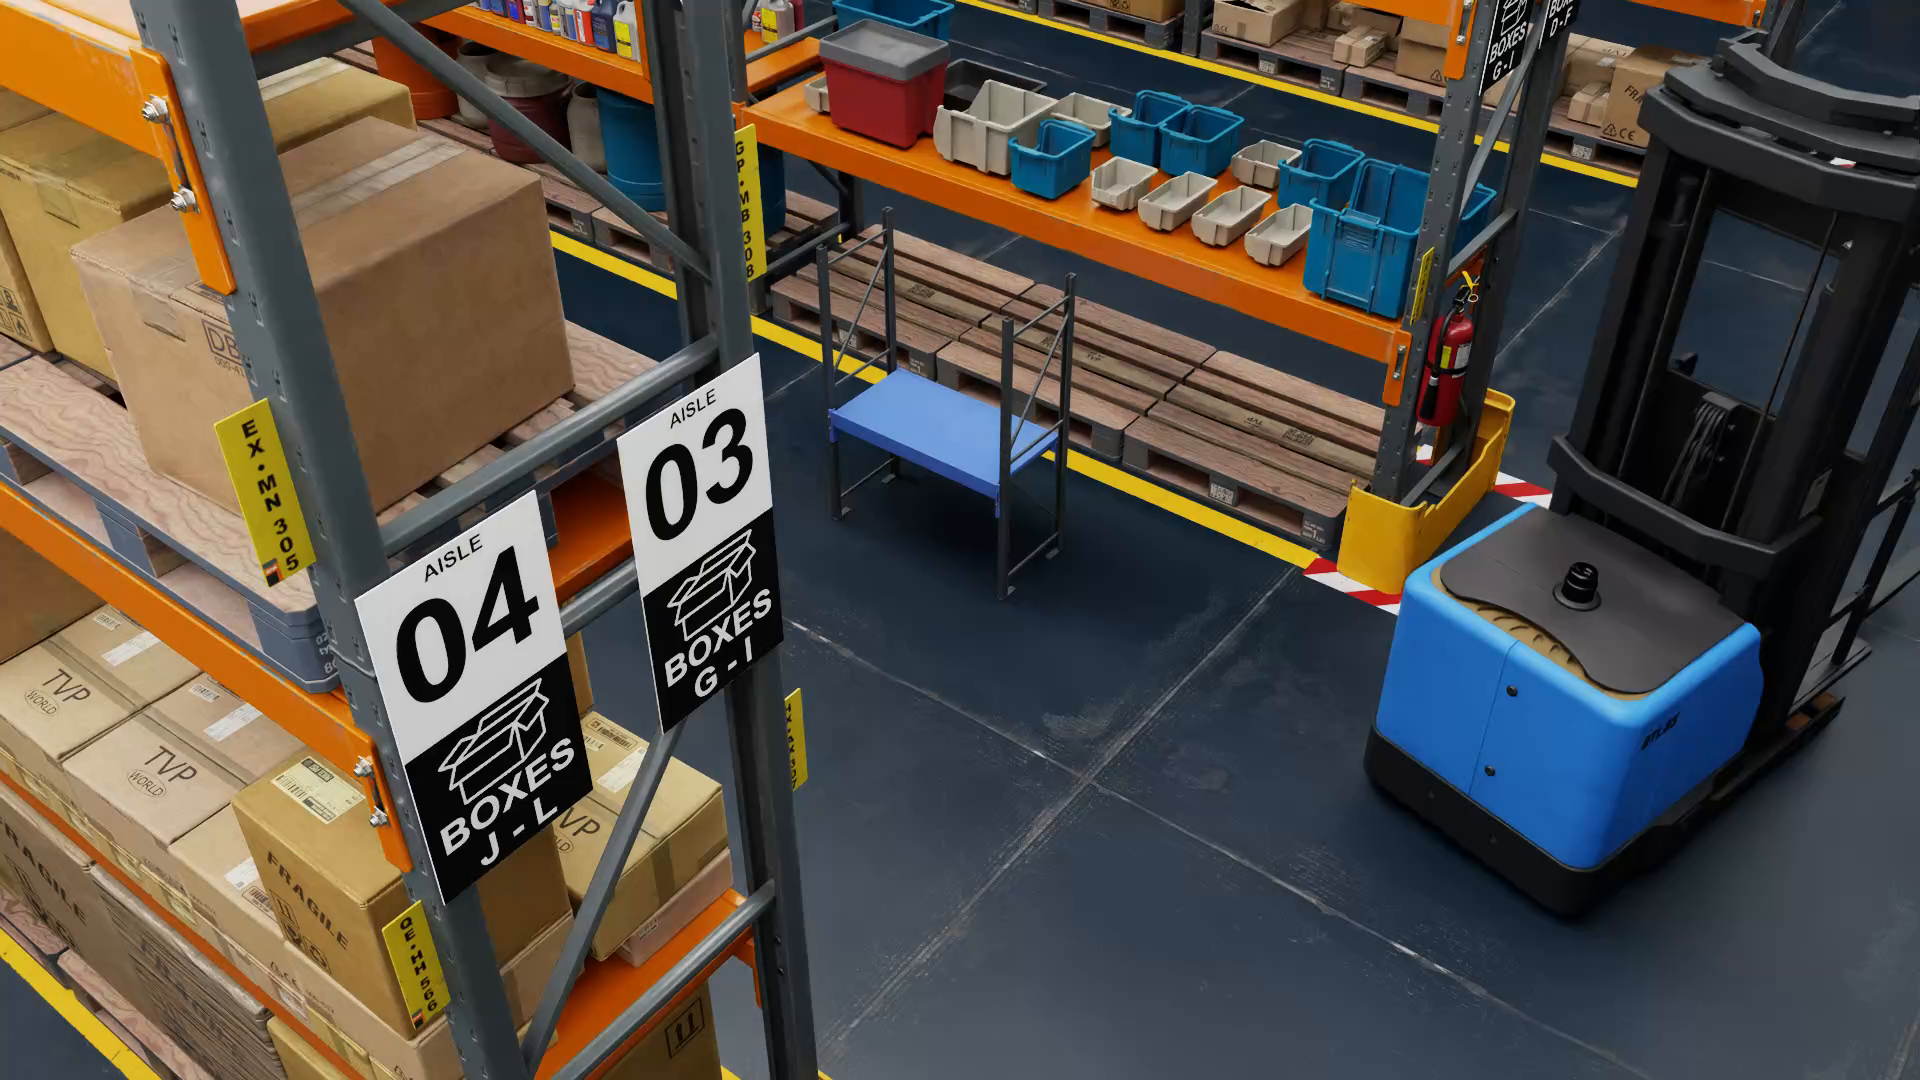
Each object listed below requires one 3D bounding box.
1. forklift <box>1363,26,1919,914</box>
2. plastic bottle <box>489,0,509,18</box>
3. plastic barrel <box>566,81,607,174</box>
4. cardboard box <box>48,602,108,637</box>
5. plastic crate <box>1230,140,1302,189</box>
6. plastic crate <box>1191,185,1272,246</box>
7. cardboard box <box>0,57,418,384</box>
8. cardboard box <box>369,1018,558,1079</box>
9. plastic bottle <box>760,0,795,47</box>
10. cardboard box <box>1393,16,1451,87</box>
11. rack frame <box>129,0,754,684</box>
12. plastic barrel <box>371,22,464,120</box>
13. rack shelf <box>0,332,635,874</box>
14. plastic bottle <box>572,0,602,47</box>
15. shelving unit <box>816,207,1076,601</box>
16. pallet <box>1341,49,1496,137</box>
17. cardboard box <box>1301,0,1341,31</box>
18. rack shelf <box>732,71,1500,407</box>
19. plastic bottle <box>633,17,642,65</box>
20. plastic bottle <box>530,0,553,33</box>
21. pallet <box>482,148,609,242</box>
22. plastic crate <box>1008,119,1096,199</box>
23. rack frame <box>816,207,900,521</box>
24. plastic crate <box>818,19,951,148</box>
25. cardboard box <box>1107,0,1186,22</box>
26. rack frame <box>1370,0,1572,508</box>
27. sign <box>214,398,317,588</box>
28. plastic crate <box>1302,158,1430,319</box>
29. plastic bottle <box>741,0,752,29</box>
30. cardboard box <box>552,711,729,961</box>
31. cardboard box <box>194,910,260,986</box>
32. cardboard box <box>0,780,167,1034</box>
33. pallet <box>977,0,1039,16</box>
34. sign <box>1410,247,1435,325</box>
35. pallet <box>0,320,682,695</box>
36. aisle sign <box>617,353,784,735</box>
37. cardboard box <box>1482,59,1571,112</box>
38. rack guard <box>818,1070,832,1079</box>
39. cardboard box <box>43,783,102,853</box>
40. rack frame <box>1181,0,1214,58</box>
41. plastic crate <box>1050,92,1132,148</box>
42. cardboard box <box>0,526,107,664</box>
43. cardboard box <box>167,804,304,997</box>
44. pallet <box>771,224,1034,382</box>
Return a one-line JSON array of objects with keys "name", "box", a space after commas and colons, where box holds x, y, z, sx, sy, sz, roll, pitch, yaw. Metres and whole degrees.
[{"name": "forklift", "box": [3.121, -0.505, 6.379, 3.031, 2.935, 1.130, -26, 45, -29]}, {"name": "plastic bottle", "box": [-2.746, -3.335, 9.978, 0.185, 0.351, 0.144, 25, 45, 29]}, {"name": "plastic barrel", "box": [-2.321, -2.677, 10.774, 0.421, 0.512, 0.421, 0, 38, 0]}, {"name": "cardboard box", "box": [-2.930, 0.293, 5.184, 0.500, 0.250, 0.500, 26, 45, 30]}, {"name": "plastic crate", "box": [1.496, -1.848, 8.204, 0.298, 0.136, 0.250, 25, 45, 29]}, {"name": "plastic crate", "box": [1.256, -1.512, 7.774, 0.243, 0.136, 0.396, 25, 45, 29]}, {"name": "cardboard box", "box": [-1.593, -0.698, 3.633, 0.500, 0.500, 0.700, 24, 44, 27]}, {"name": "cardboard box", "box": [-1.257, 1.292, 4.231, 0.250, 0.149, 0.380, 26, 45, 29]}, {"name": "plastic bottle", "box": [-1.057, -3.045, 9.606, 0.185, 0.351, 0.144, 25, 45, 29]}, {"name": "cardboard box", "box": [3.565, -3.672, 12.035, 0.637, 0.503, 0.797, 25, 45, 29]}, {"name": "rack frame", "box": [-0.774, -1.197, 2.340, 0.127, 3.000, 1.000, 25, 45, 29]}, {"name": "plastic barrel", "box": [-3.721, -3.392, 11.430, 0.708, 0.830, 0.600, 25, 45, 29]}, {"name": "rack shelf", "box": [-2.363, -0.482, 4.443, 4.000, 0.370, 1.077, 25, 45, 29]}, {"name": "plastic bottle", "box": [-2.142, -3.024, 9.641, 0.135, 0.276, 0.152, 25, 45, 29]}, {"name": "shelving unit", "box": [-0.068, -0.622, 7.689, 1.048, 1.500, 0.538, 25, 45, 29]}, {"name": "pallet", "box": [3.588, -3.370, 12.244, 1.213, 0.211, 1.003, 25, 45, 29]}, {"name": "cardboard box", "box": [2.695, -4.297, 12.837, 0.500, 0.500, 0.500, 25, 45, 29]}, {"name": "rack shelf", "box": [0.646, -1.726, 8.466, 4.000, 0.370, 1.077, 25, 45, 29]}, {"name": "plastic bottle", "box": [-1.742, -2.836, 9.400, 0.135, 0.276, 0.152, 25, 45, 29]}, {"name": "plastic bottle", "box": [-2.434, -3.162, 9.816, 0.135, 0.276, 0.152, 25, 45, 29]}, {"name": "pallet", "box": [-2.503, -2.426, 11.039, 1.213, 0.211, 1.003, 25, 45, 29]}, {"name": "plastic crate", "box": [0.448, -1.862, 8.142, 0.300, 0.233, 0.416, 25, 45, 29]}, {"name": "rack frame", "box": [-0.472, -0.813, 7.932, 0.032, 1.500, 0.500, 25, 45, 29]}, {"name": "plastic crate", "box": [-0.385, -2.350, 8.578, 0.583, 0.464, 0.402, 25, 45, 29]}, {"name": "cardboard box", "box": [1.504, -4.416, 12.988, 0.500, 0.500, 0.500, 25, 44, 28]}, {"name": "rack frame", "box": [2.235, -1.260, 7.287, 0.127, 3.000, 1.000, 25, 45, 29]}, {"name": "sign", "box": [-1.115, -0.073, 2.684, 0.005, 0.325, 0.100, 25, 45, 29]}, {"name": "plastic crate", "box": [1.856, -1.332, 7.301, 0.499, 0.435, 0.616, 25, 45, 29]}, {"name": "plastic bottle", "box": [-1.260, -3.175, 9.837, 0.097, 0.271, 0.097, 0, 38, 0]}, {"name": "cardboard box", "box": [-0.991, 0.795, 4.542, 0.500, 0.250, 0.500, 24, 44, 27]}, {"name": "cardboard box", "box": [-1.862, 1.006, 4.596, 0.250, 0.149, 0.380, 26, 45, 29]}, {"name": "cardboard box", "box": [-2.761, 0.962, 5.832, 0.875, 0.875, 0.875, 25, 45, 29]}, {"name": "pallet", "box": [0.428, -4.827, 14.105, 1.213, 0.211, 1.003, 25, 45, 29]}, {"name": "sign", "box": [1.914, -1.049, 6.885, 0.005, 0.325, 0.100, 25, 45, 29]}, {"name": "pallet", "box": [-1.370, -0.254, 3.640, 1.213, 0.211, 1.003, 25, 45, 29]}, {"name": "aisle sign", "box": [-0.535, 0.022, 3.541, 0.004, 0.787, 0.394, 25, 45, 29]}, {"name": "cardboard box", "box": [3.929, -3.228, 11.675, 0.500, 0.250, 0.500, 25, 45, 29]}, {"name": "rack guard", "box": [-0.755, 2.158, 4.949, 0.348, 0.500, 1.175, 25, 45, 29]}, {"name": "cardboard box", "box": [-2.471, 0.719, 4.963, 0.250, 0.149, 0.380, 26, 45, 29]}, {"name": "rack frame", "box": [2.070, -5.182, 12.297, 0.127, 3.000, 1.000, 25, 45, 29]}, {"name": "plastic crate", "box": [0.624, -2.173, 8.618, 0.466, 0.136, 0.293, 25, 45, 29]}, {"name": "cardboard box", "box": [-2.924, -0.001, 4.951, 0.500, 0.500, 0.500, 24, 44, 27]}, {"name": "cardboard box", "box": [-1.723, 0.865, 4.453, 0.500, 0.250, 0.500, 24, 44, 28]}, {"name": "pallet", "box": [-0.335, -1.404, 9.733, 1.213, 0.211, 1.003, 25, 45, 29]}]
